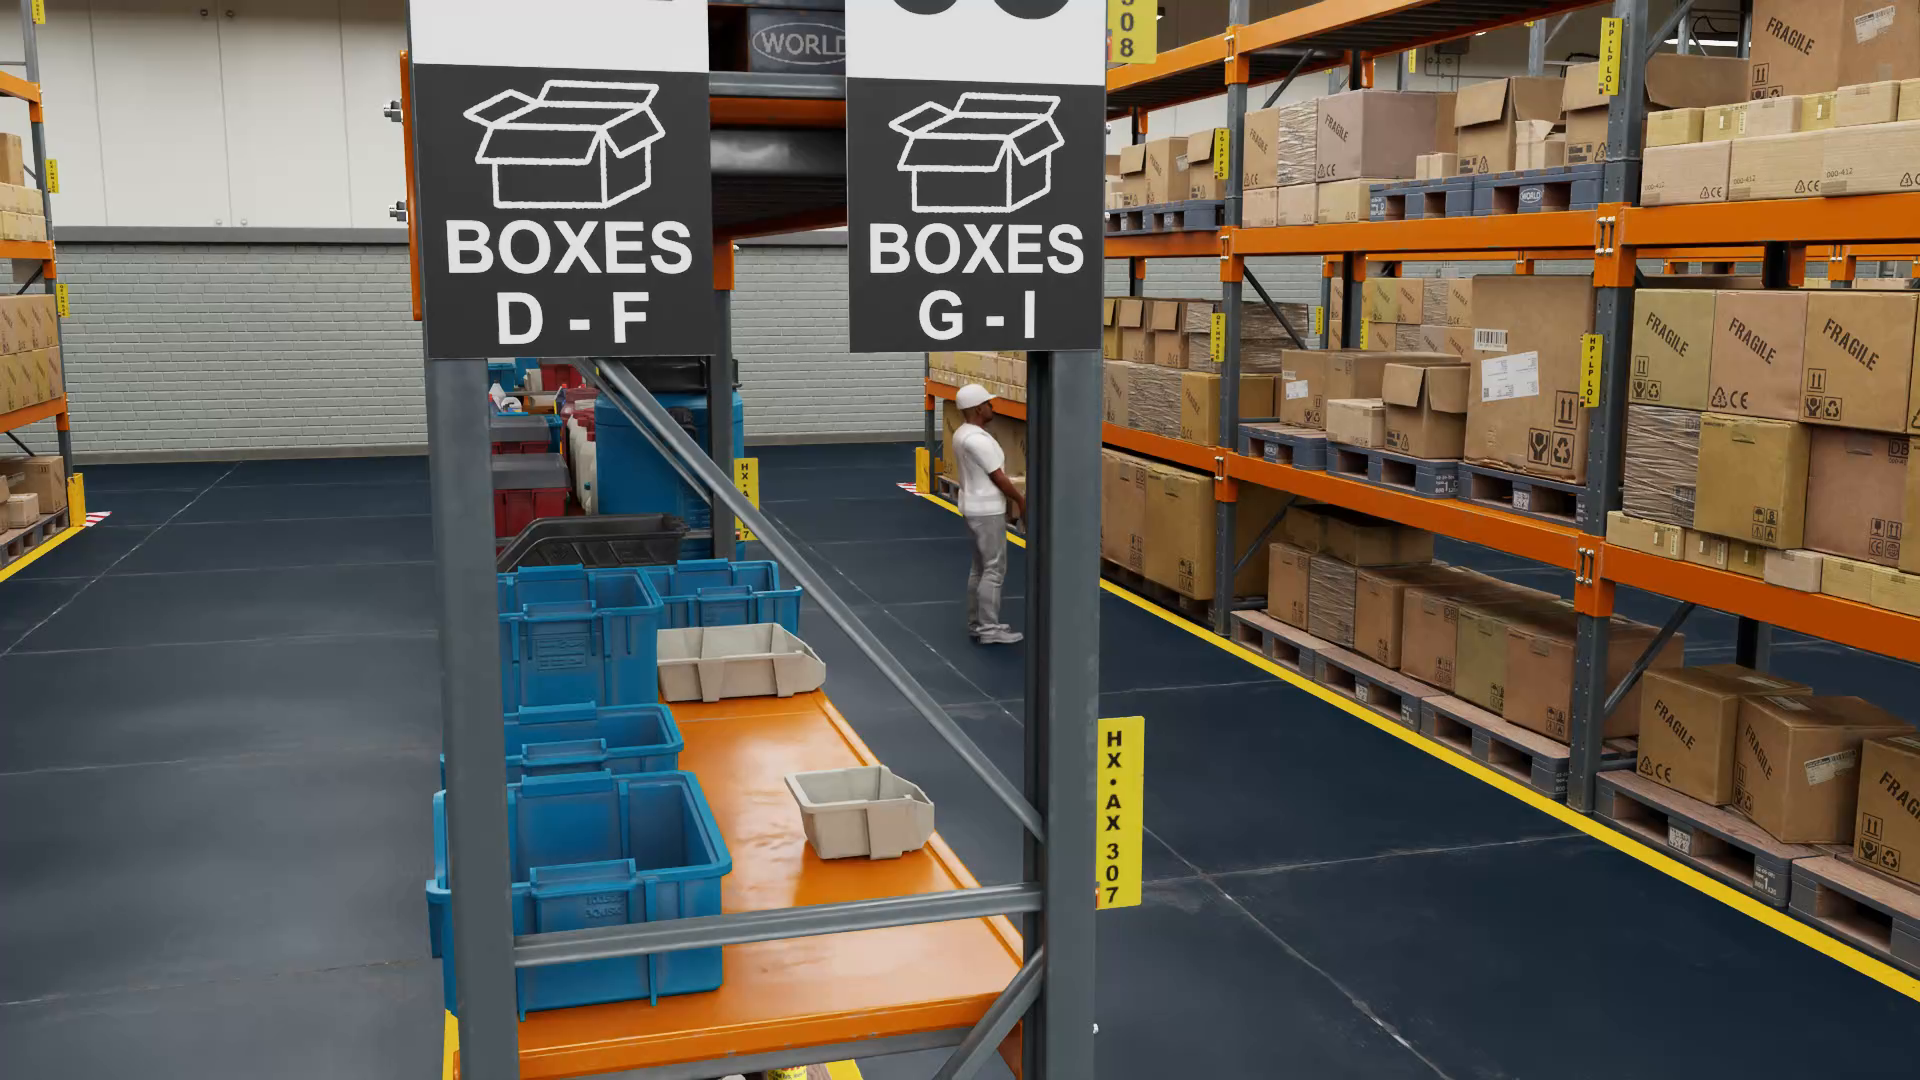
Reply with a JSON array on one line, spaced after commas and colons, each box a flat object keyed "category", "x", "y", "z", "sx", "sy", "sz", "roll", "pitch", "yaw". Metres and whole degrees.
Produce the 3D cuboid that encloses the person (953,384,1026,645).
[{"category": "person", "x": 0.243, "y": -0.188, "z": 11.454, "sx": 0.566, "sy": 1.770, "sz": 0.520, "roll": -2, "pitch": 9, "yaw": -11}]
